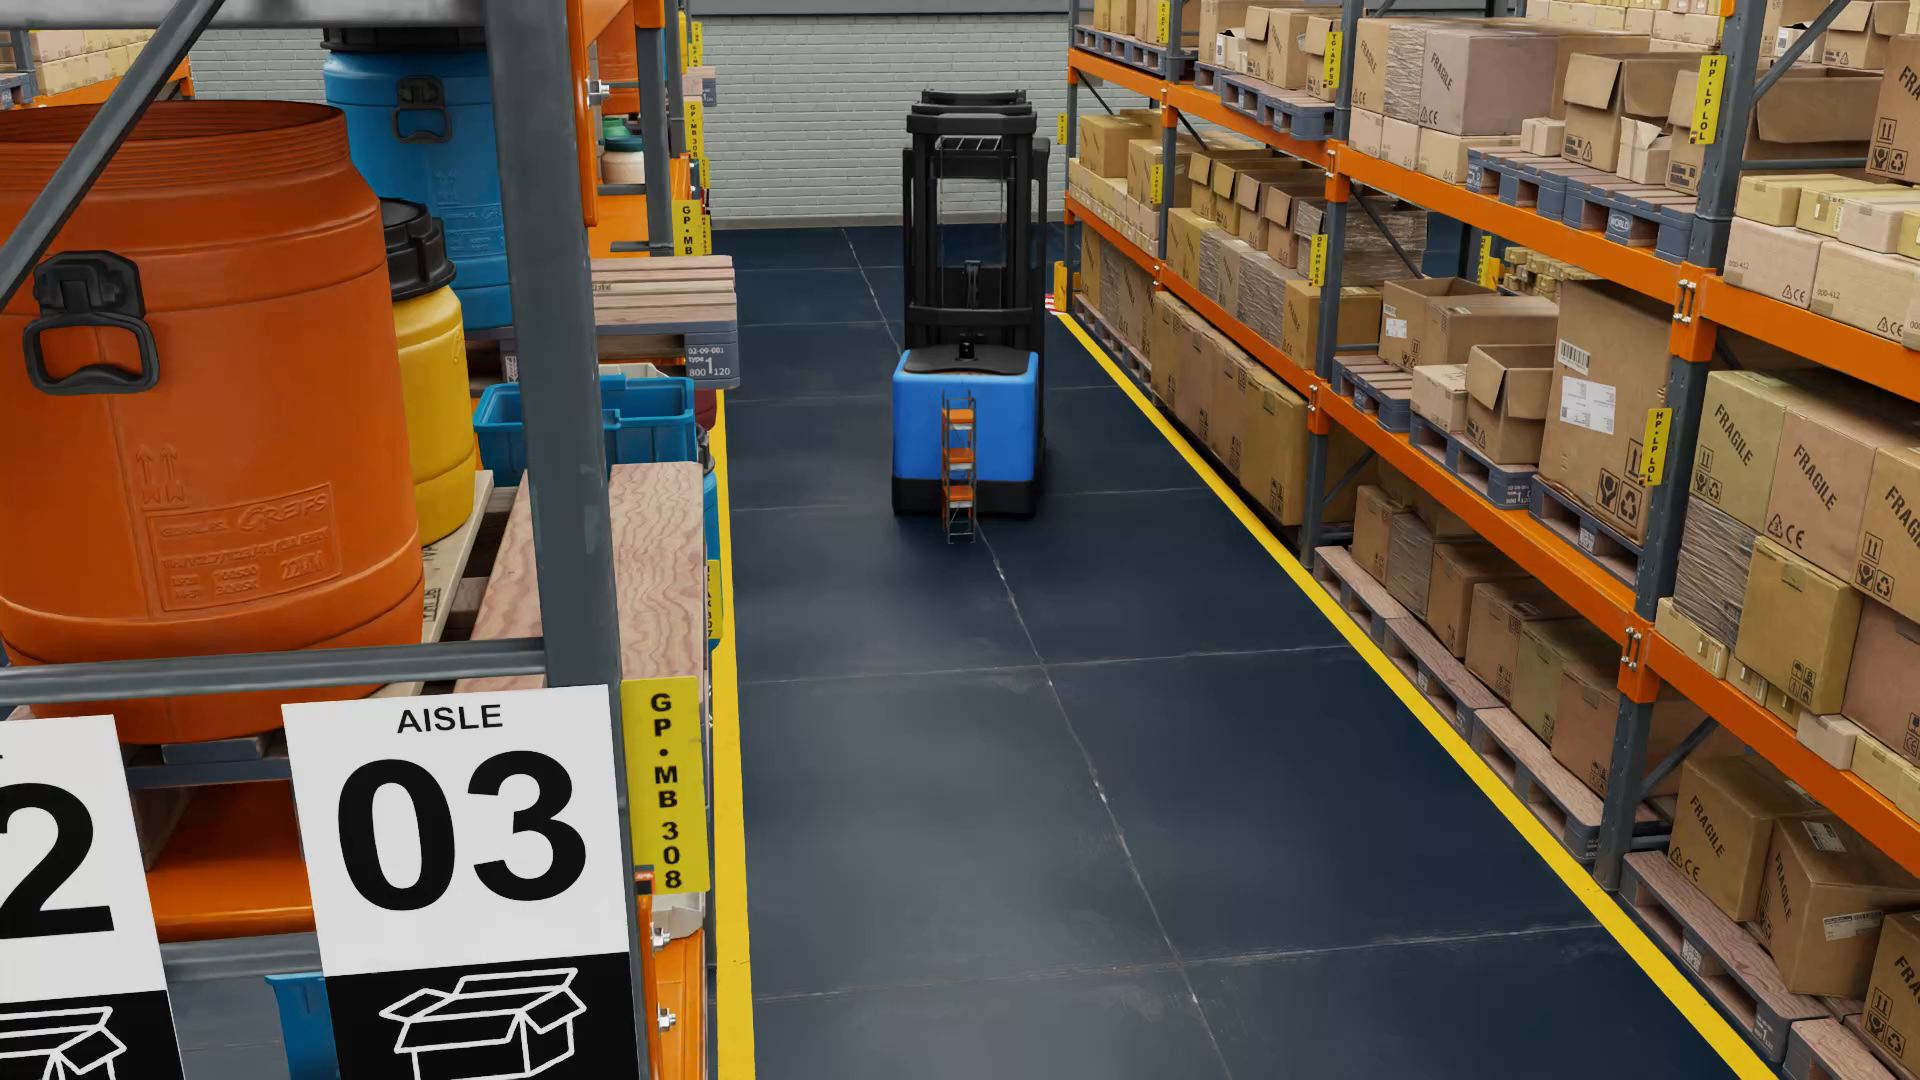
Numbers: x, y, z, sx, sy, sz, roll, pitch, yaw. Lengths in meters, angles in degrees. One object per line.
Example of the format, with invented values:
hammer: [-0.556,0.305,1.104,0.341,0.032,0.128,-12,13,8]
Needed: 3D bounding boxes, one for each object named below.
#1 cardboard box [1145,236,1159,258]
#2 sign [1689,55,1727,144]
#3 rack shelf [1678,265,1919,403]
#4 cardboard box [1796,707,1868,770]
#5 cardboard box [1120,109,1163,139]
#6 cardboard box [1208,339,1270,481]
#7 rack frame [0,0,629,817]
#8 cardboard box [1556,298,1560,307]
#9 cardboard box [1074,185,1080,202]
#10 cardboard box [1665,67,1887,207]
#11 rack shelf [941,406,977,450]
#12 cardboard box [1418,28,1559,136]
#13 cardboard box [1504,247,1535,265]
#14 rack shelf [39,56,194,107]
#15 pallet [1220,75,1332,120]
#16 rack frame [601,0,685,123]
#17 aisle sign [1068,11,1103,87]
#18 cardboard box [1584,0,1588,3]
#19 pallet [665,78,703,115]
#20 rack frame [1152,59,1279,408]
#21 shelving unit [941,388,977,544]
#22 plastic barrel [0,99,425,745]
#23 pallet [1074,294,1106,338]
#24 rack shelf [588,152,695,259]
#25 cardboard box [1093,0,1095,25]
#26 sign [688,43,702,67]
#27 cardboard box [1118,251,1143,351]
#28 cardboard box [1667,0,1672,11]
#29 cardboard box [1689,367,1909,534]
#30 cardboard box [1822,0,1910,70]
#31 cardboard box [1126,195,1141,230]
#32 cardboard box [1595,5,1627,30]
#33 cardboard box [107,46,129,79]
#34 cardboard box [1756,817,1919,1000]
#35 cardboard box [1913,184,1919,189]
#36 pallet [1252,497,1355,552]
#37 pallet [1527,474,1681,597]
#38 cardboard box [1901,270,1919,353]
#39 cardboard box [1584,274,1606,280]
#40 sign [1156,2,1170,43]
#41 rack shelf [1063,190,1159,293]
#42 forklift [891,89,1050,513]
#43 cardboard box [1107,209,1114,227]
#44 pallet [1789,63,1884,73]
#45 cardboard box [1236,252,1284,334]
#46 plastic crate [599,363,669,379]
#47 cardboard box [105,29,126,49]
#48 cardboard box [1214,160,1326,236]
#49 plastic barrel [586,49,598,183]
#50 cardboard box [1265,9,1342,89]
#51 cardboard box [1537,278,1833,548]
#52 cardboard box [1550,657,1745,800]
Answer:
cardboard box: [1.864,-2.606,14.767,0.380,0.149,0.250,-3,21,-7]
sign: [2.836,-1.668,6.306,0.100,0.325,0.005,-3,21,-8]
rack shelf: [3.673,-0.241,4.815,1.077,0.370,4.000,-3,21,-8]
cardboard box: [3.246,0.689,5.943,0.380,0.149,0.250,-3,21,-8]
cardboard box: [1.985,-4.285,17.619,0.500,0.500,0.500,-3,21,-7]
cardboard box: [2.608,-1.001,12.544,1.225,0.875,0.875,-3,21,-8]
rack frame: [-0.940,-1.041,1.642,1.000,3.000,0.127,-3,21,-8]
cardboard box: [6.507,-2.458,17.486,0.380,0.149,0.250,-4,21,-10]
cardboard box: [1.418,-3.674,17.625,0.380,0.149,0.250,-3,21,-9]
cardboard box: [3.415,-1.683,6.901,0.797,0.503,0.637,-4,21,-10]
rack shelf: [-0.008,-0.766,11.486,0.215,0.259,0.240,-3,21,-8]
cardboard box: [2.770,-2.411,8.740,0.500,0.500,0.500,-4,21,-9]
cardboard box: [6.317,-3.177,18.558,0.380,0.149,0.250,-4,21,-10]
rack shelf: [-7.860,-3.897,14.605,1.077,0.370,4.000,-3,21,-8]
pallet: [2.499,-3.174,11.910,1.003,0.211,1.213,-2,21,-5]
rack frame: [-2.093,-3.811,9.058,1.000,3.000,0.127,-3,21,-8]
aisle sign: [1.348,-5.248,17.764,0.394,0.787,0.004,-3,21,-8]
cardboard box: [6.561,-5.513,16.831,0.380,0.149,0.250,-2,21,-6]
pallet: [-2.293,-3.043,11.559,1.003,0.211,1.213,-3,21,-8]
rack frame: [2.232,-2.635,14.484,1.000,3.000,0.127,-3,21,-8]
shelving unit: [-0.008,-0.510,11.582,0.215,1.050,0.252,-3,21,-8]
plastic barrel: [-1.136,-0.195,2.451,0.600,0.830,0.708,-3,21,-8]
pallet: [1.848,-2.441,17.950,1.003,0.211,1.213,-3,21,-8]
rack shelf: [-1.805,-1.376,7.854,1.077,0.370,4.000,-3,21,-8]
cardboard box: [1.783,-5.538,17.084,0.700,0.500,0.500,-4,21,-11]
sign: [-2.125,-3.822,13.362,0.100,0.325,0.005,-3,21,-8]
cardboard box: [2.086,-2.381,16.239,0.875,0.875,0.875,-3,21,-8]
cardboard box: [6.793,-4.971,15.381,0.380,0.149,0.250,-2,21,-6]
cardboard box: [3.198,-0.351,6.372,0.500,0.500,0.500,-3,21,-8]
cardboard box: [7.247,-3.959,12.994,0.797,0.503,0.637,-3,21,-8]
cardboard box: [1.831,-3.023,15.312,0.500,0.250,0.500,-2,21,-6]
cardboard box: [6.596,-5.108,16.318,0.500,0.250,0.500,-4,21,-10]
cardboard box: [-7.611,-4.172,14.526,0.500,0.250,0.500,-3,21,-8]
cardboard box: [3.493,1.447,6.526,0.500,0.500,0.500,4,21,9]
cardboard box: [3.666,-1.192,5.977,0.380,0.149,0.250,-3,21,-7]
pallet: [2.769,-0.221,12.005,1.003,0.211,1.213,-3,21,-8]
pallet: [3.419,-0.047,7.830,1.003,0.211,1.213,-3,21,-8]
cardboard box: [3.339,-0.676,5.166,0.500,0.250,0.500,-4,21,-10]
cardboard box: [6.657,-2.640,17.121,0.380,0.149,0.250,-3,21,-8]
sign: [1.683,-4.291,13.779,0.100,0.325,0.005,-3,21,-8]
rack shelf: [1.943,-2.991,16.464,1.077,0.370,4.000,-3,21,-8]
forklift: [0.132,-2.039,12.987,1.130,2.935,3.031,2,21,4]
cardboard box: [1.642,-3.140,16.194,0.380,0.149,0.250,-3,21,-7]
pallet: [7.291,-3.589,13.021,1.213,0.211,1.003,-3,21,-8]
cardboard box: [2.348,-1.808,12.127,0.500,0.500,0.500,-4,21,-10]
plastic crate: [-0.885,-0.362,4.487,0.243,0.136,0.396,-3,21,-8]
cardboard box: [-7.603,-4.407,14.440,0.500,0.250,0.500,-3,21,-8]
cardboard box: [2.419,-2.693,13.062,0.797,0.503,0.637,-3,21,-7]
plastic barrel: [-2.095,-2.085,8.110,0.600,0.830,0.708,-3,21,-8]
cardboard box: [2.438,-3.401,11.504,0.500,0.500,0.500,-2,21,-5]
cardboard box: [3.409,-0.625,7.645,1.000,1.000,1.000,-3,21,-7]
cardboard box: [3.318,0.886,8.001,0.700,0.500,0.500,-5,21,-12]
